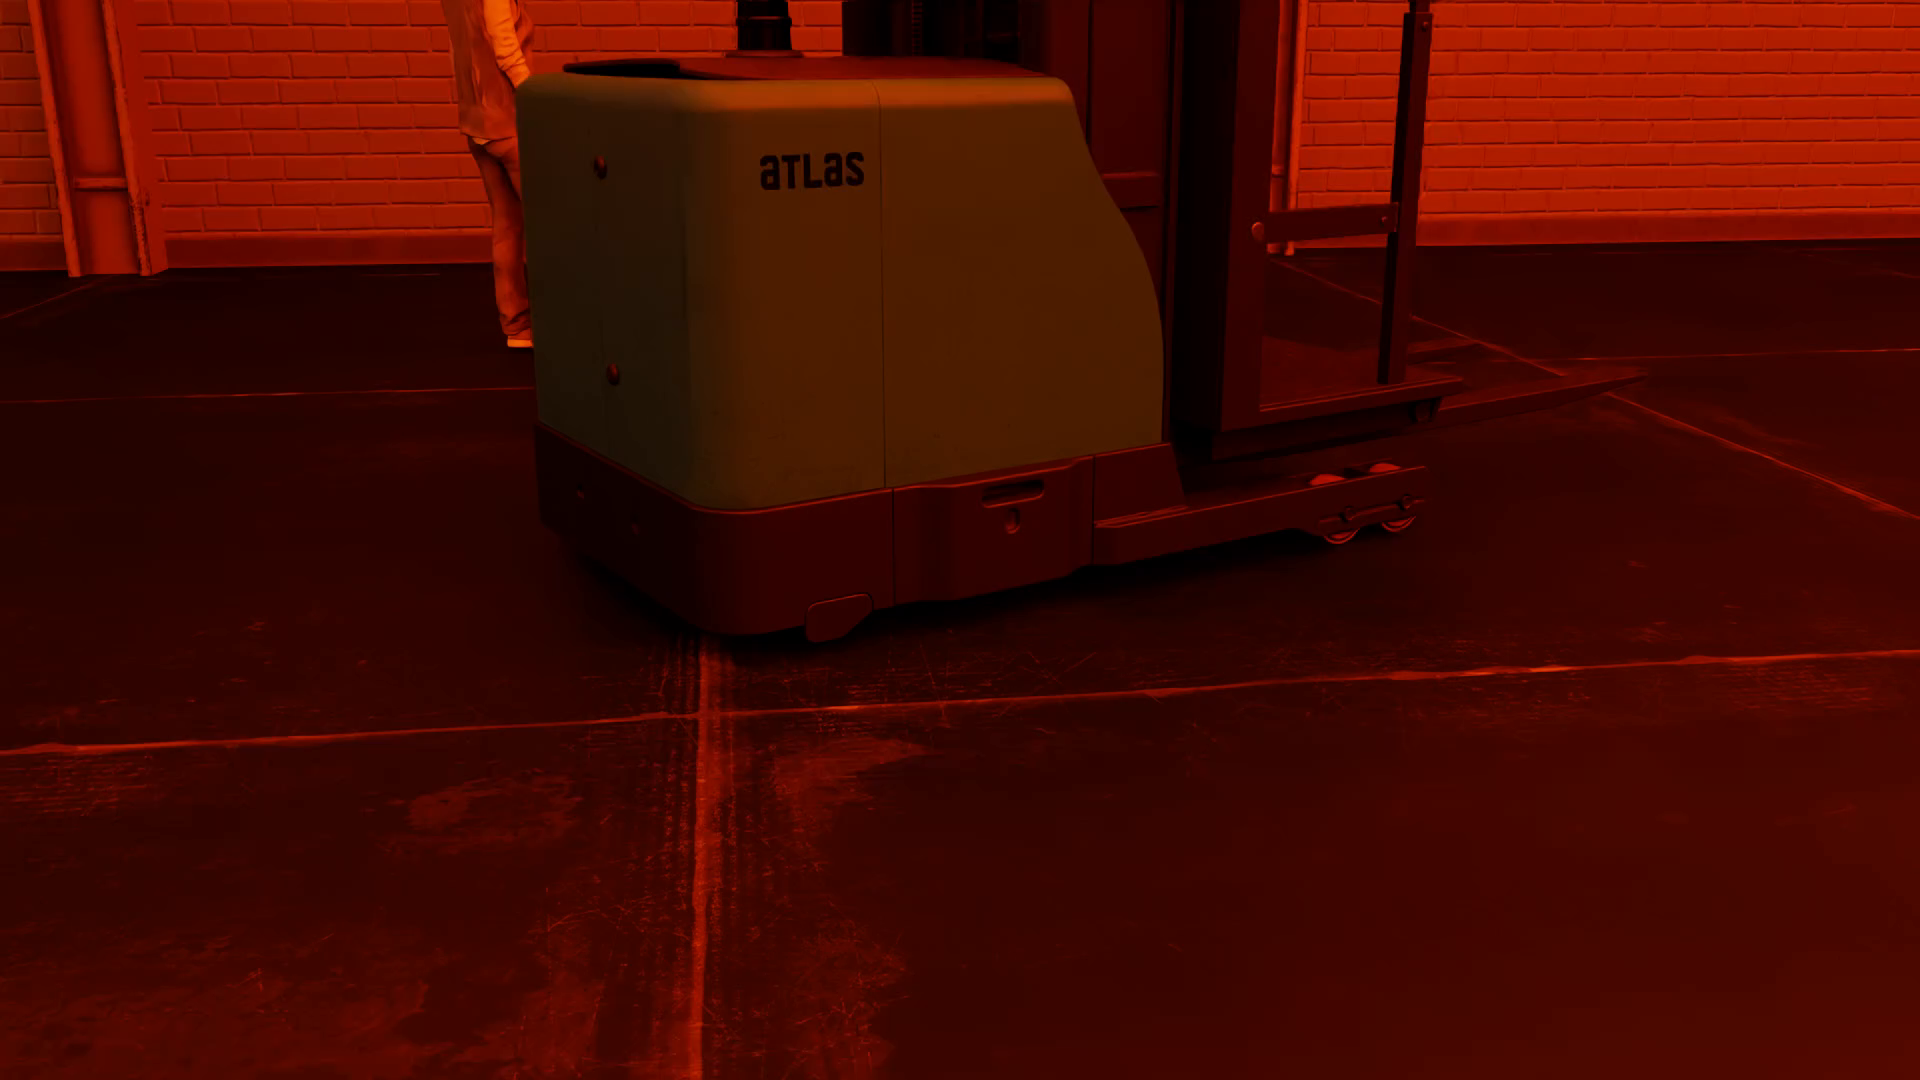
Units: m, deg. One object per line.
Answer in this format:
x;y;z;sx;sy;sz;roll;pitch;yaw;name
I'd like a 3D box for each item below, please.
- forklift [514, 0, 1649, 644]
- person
0.532;-1.509;3.893;3.031;2.935;1.130;-11;20;-32;forklift
-1.612;-1.508;6.180;0.476;1.597;0.519;-15;22;-41;person
